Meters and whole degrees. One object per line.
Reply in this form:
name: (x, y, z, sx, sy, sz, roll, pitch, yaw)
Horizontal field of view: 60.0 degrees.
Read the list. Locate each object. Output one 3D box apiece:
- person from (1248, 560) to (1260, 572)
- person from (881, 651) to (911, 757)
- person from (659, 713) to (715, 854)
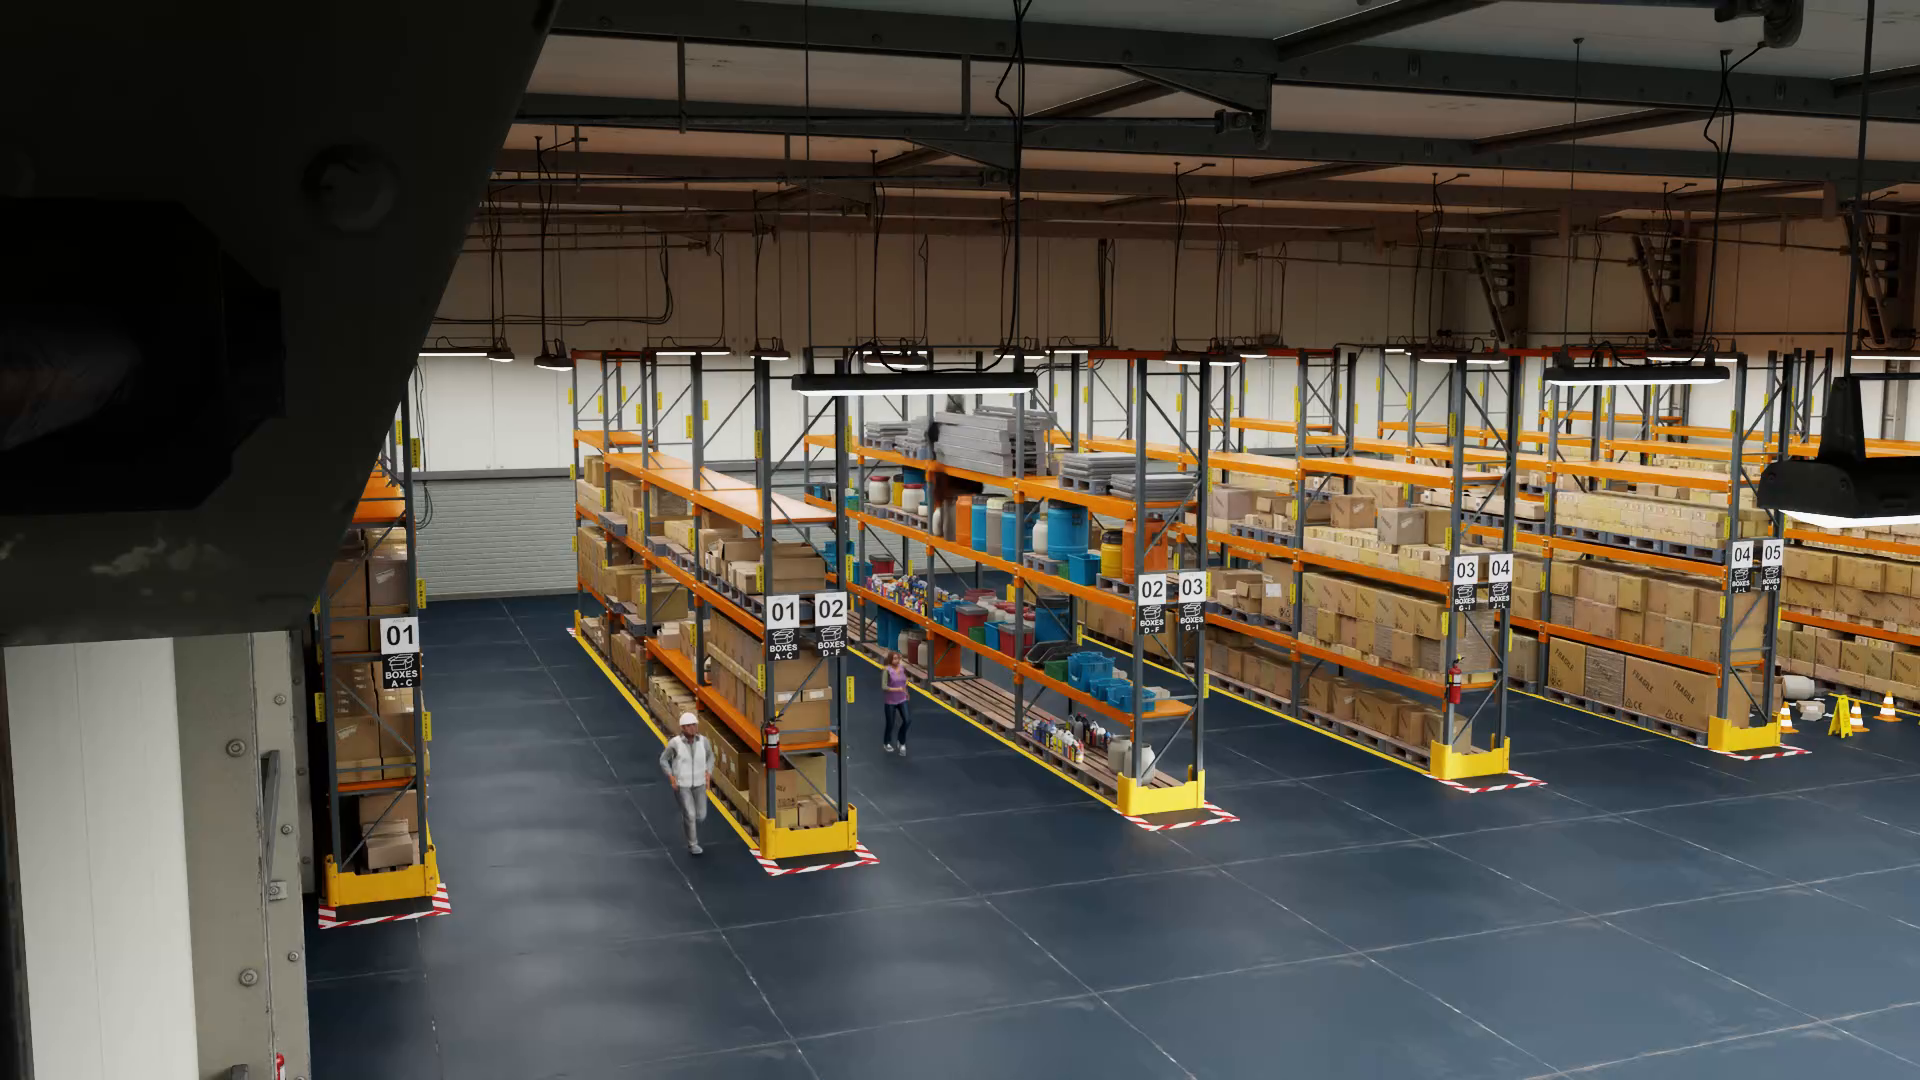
person: (7.373, 0.349, 41.293, 0.722, 1.725, 0.765, -6, 9, -38)
person: (-0.951, 2.456, 24.894, 0.508, 1.590, 0.667, -4, 8, -26)
person: (-3.341, 2.948, 20.347, 0.691, 1.743, 0.678, -3, 8, -26)
